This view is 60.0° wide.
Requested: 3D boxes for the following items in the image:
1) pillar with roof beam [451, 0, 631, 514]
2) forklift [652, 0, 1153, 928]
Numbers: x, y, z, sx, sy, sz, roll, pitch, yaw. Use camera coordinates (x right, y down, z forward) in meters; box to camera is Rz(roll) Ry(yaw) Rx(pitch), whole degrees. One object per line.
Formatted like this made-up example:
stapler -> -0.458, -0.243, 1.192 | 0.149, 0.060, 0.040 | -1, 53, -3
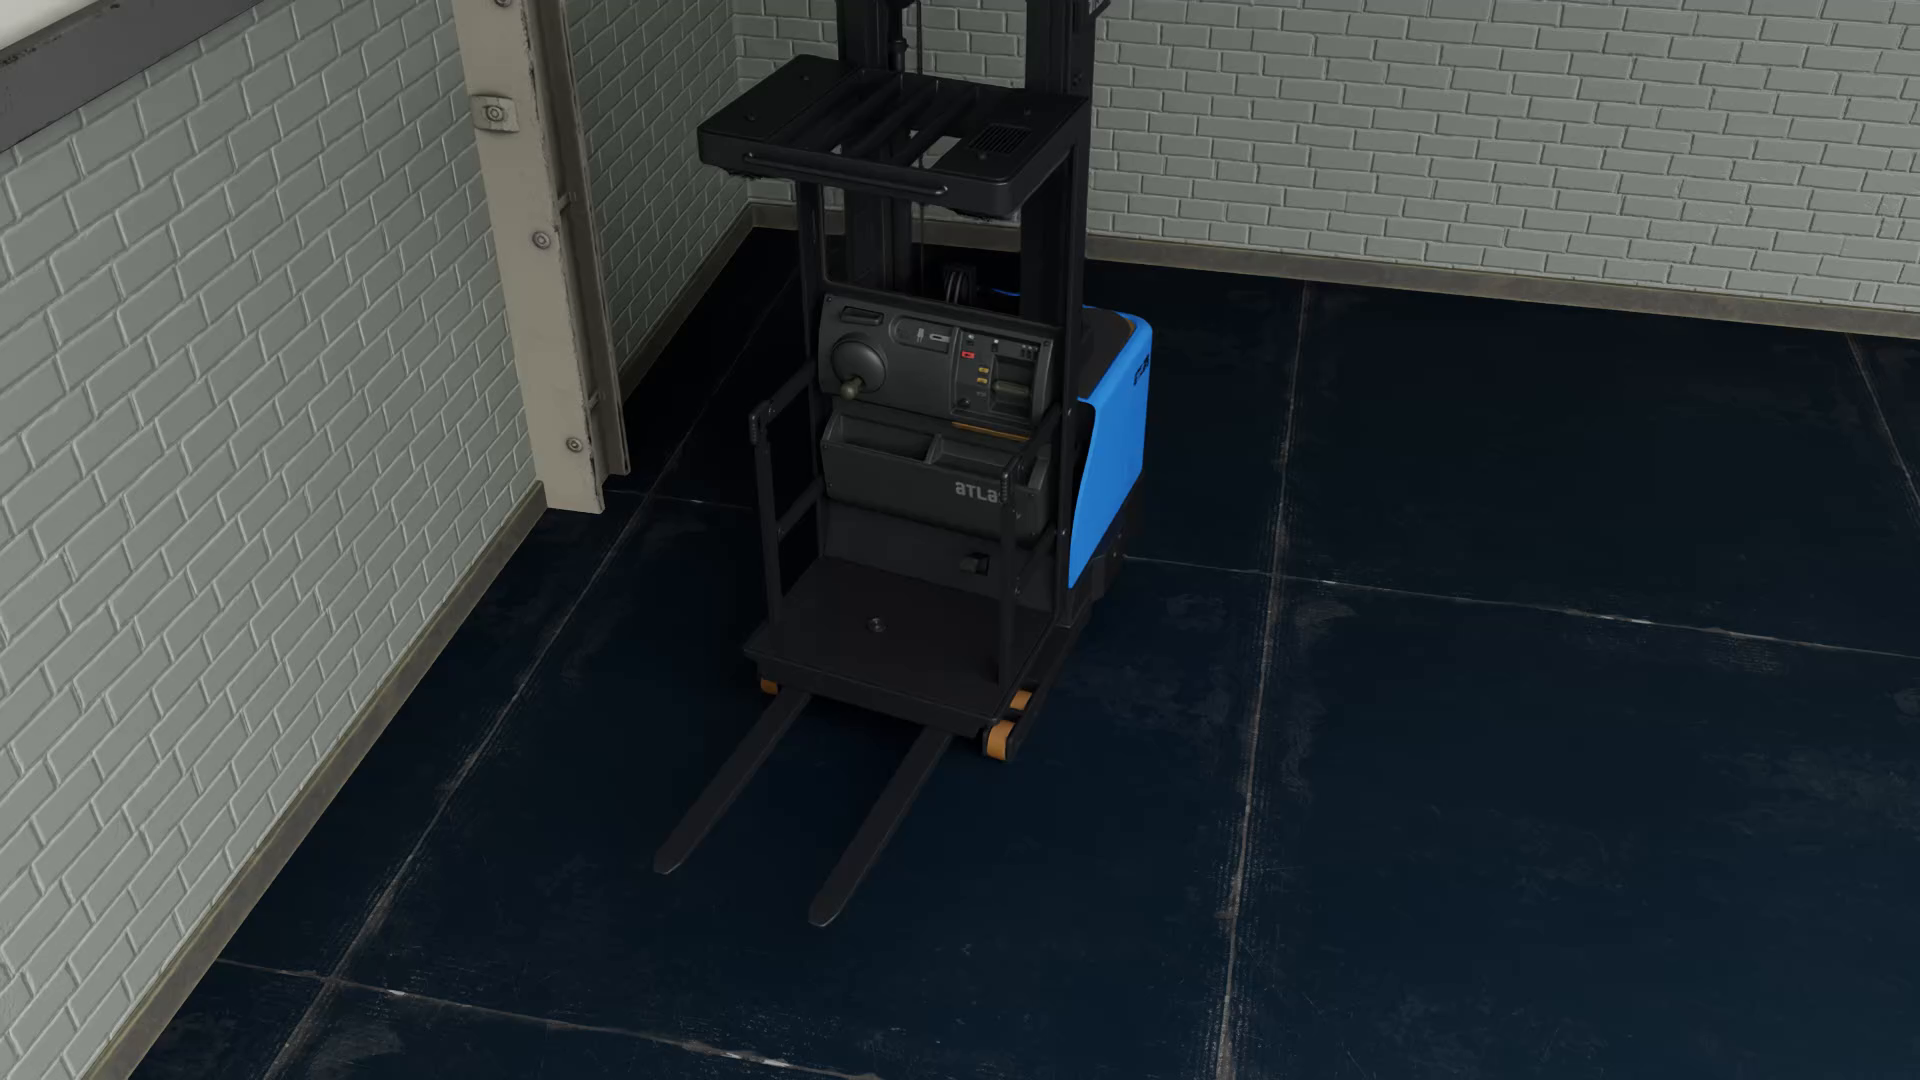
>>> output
pillar with roof beam -> 2.387, -3.361, 4.719 | 9.100, 9.000, 0.400 | 7, 37, 10
forklift -> -0.181, -0.602, 6.084 | 1.130, 2.935, 3.031 | 14, 38, 18
